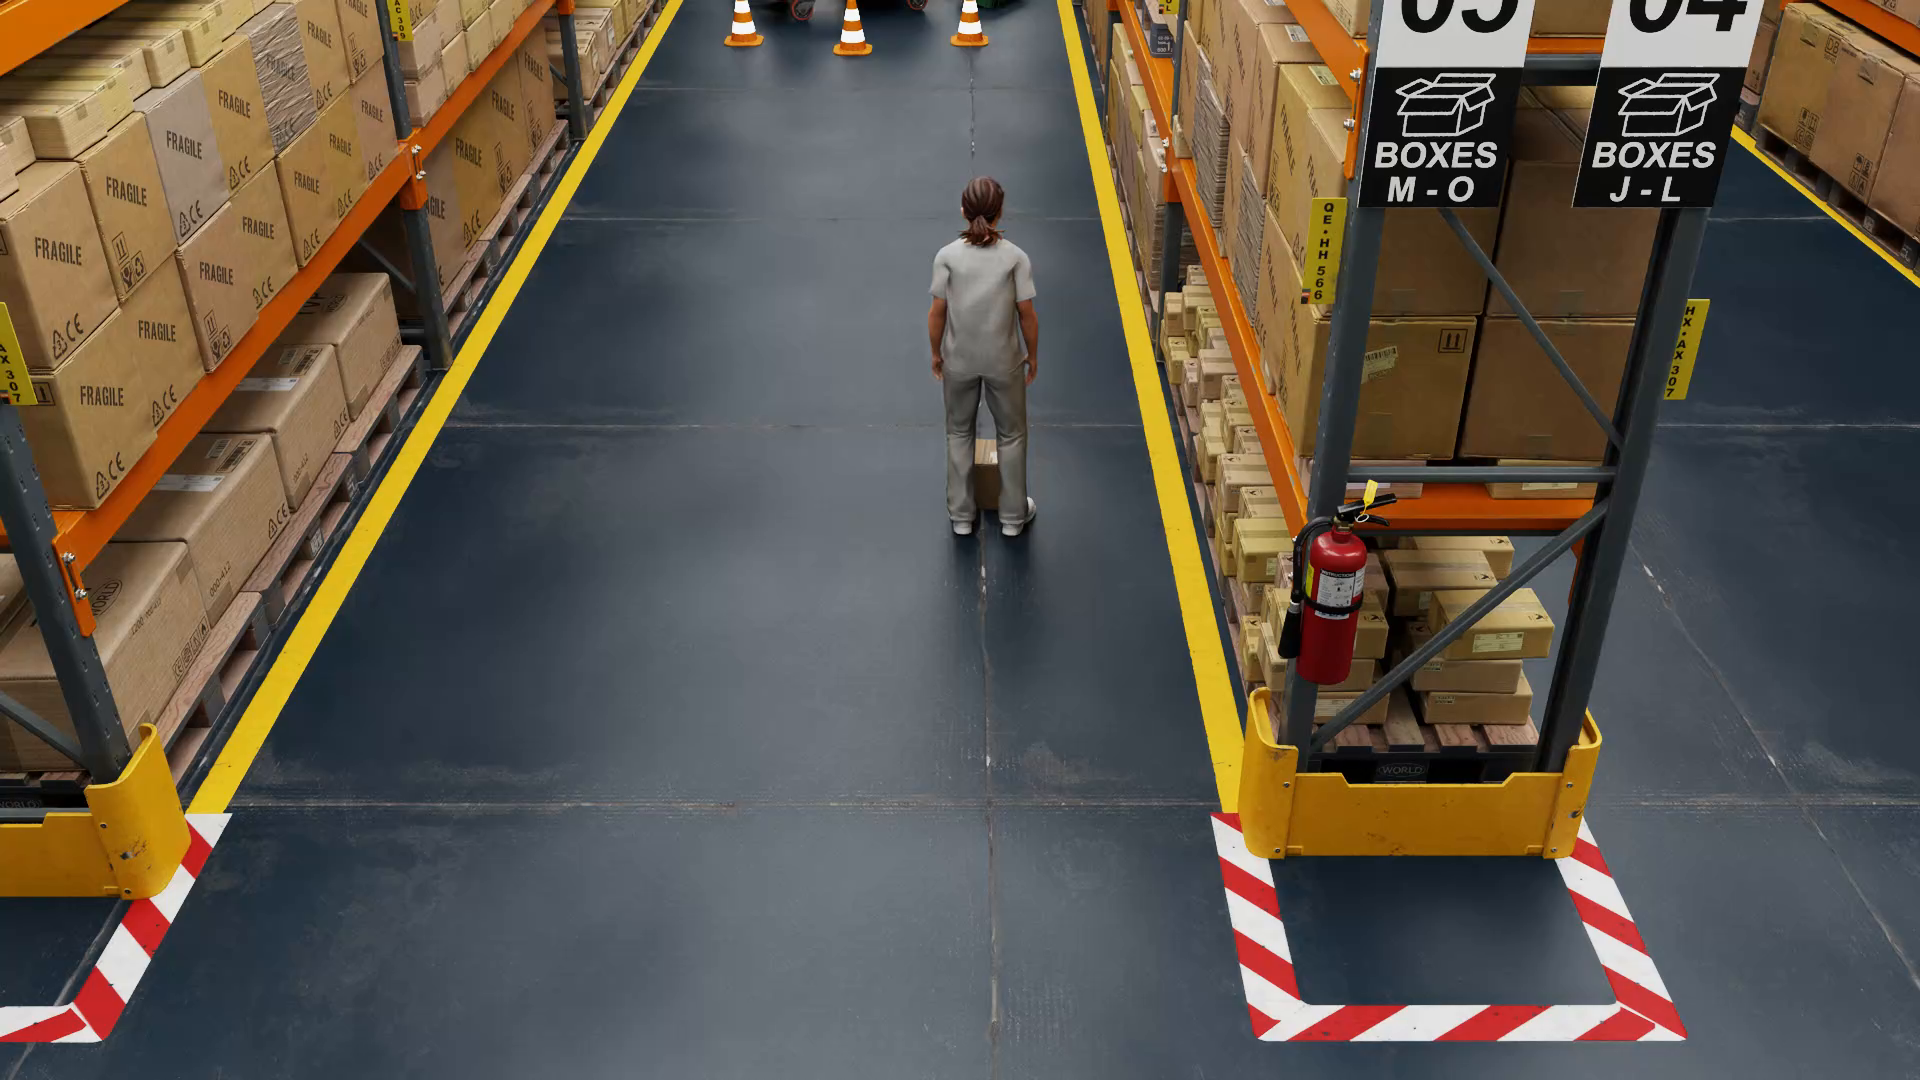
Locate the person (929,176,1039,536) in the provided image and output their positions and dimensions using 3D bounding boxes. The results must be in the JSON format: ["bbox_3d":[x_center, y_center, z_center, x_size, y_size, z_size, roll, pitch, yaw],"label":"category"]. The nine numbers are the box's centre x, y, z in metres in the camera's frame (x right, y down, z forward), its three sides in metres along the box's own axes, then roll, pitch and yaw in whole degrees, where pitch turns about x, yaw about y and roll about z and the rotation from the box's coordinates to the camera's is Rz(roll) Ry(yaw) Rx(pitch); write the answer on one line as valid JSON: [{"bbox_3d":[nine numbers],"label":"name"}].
[{"bbox_3d":[0.106,-0.794,7.423,0.487,1.673,0.356,3,32,5],"label":"person"}]
